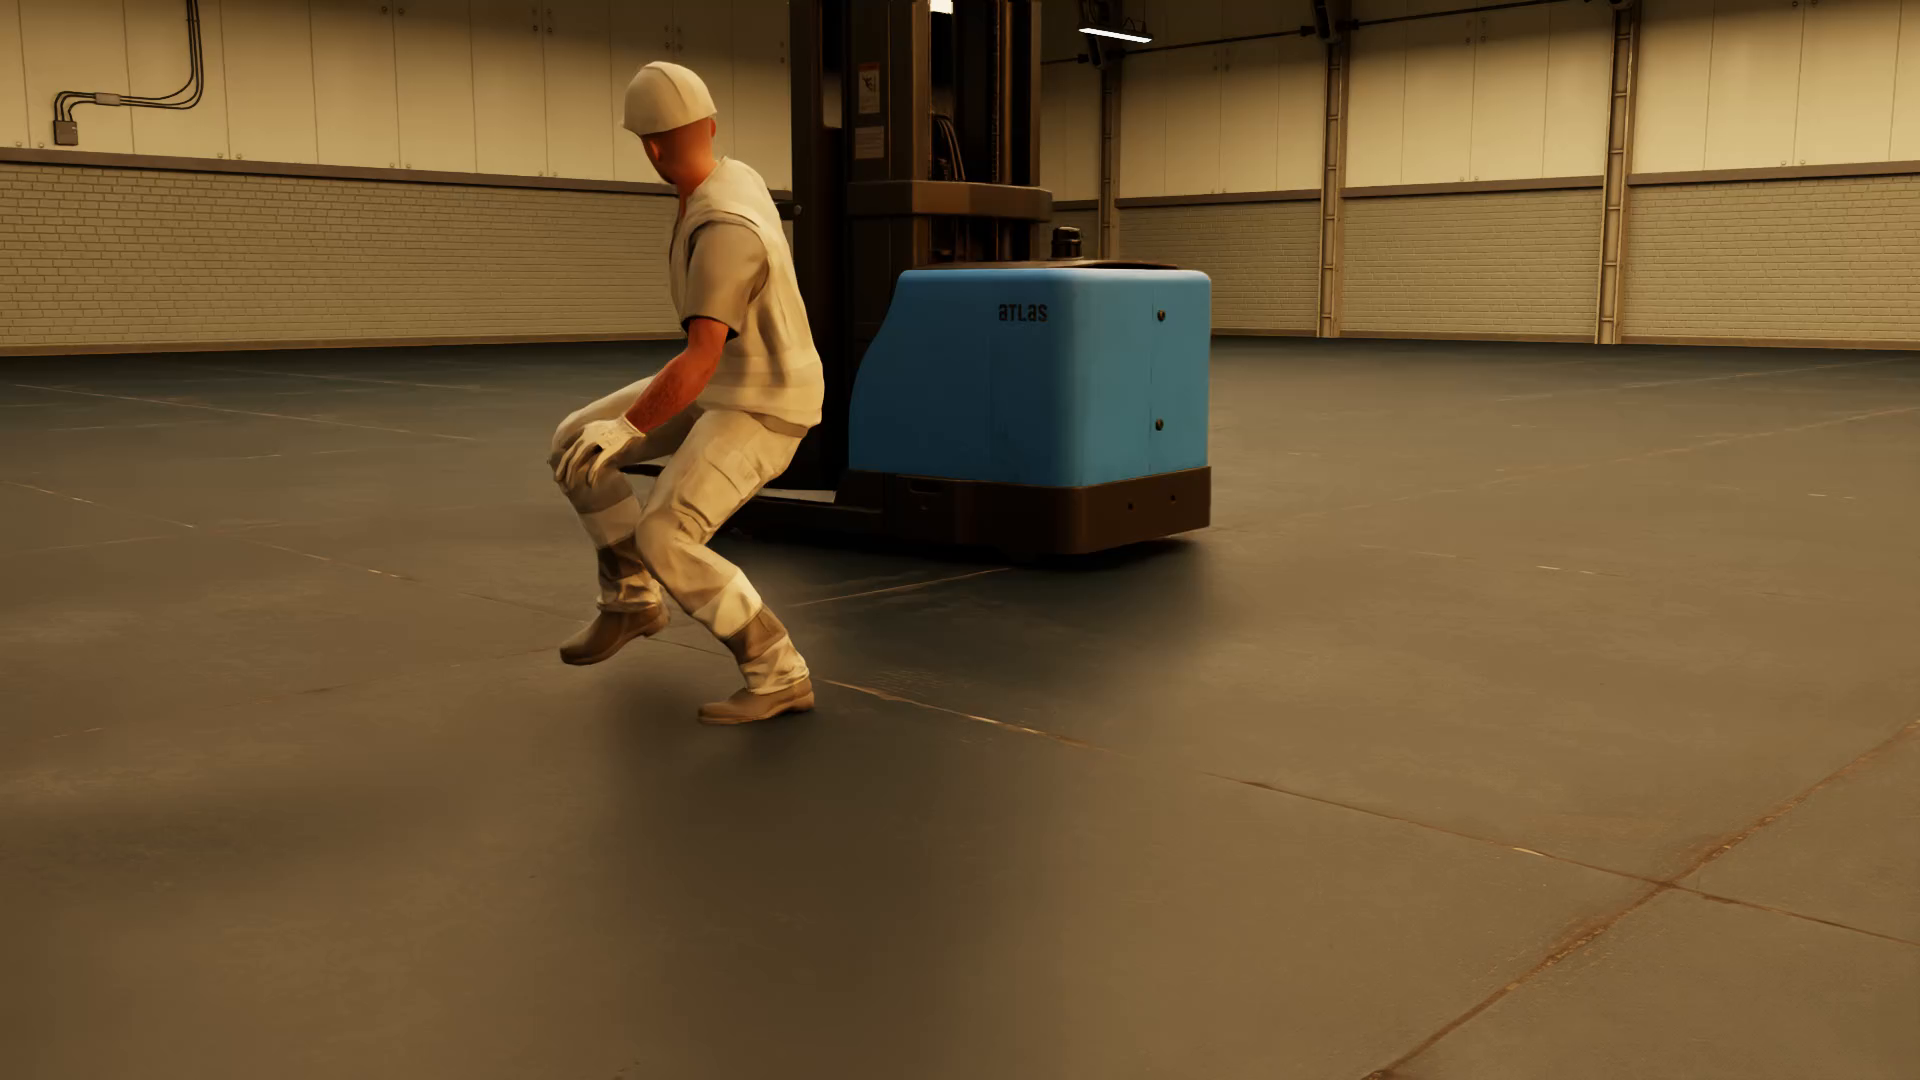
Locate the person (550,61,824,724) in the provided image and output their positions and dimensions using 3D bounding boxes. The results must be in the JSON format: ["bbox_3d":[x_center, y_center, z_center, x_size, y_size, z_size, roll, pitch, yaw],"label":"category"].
[{"bbox_3d":[-0.689,-0.357,4.065,0.701,1.542,0.801,-4,9,-23],"label":"person"}]

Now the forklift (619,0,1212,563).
[{"bbox_3d":[-0.475,-1.519,6.959,3.031,2.935,1.130,7,11,37],"label":"forklift"}]
